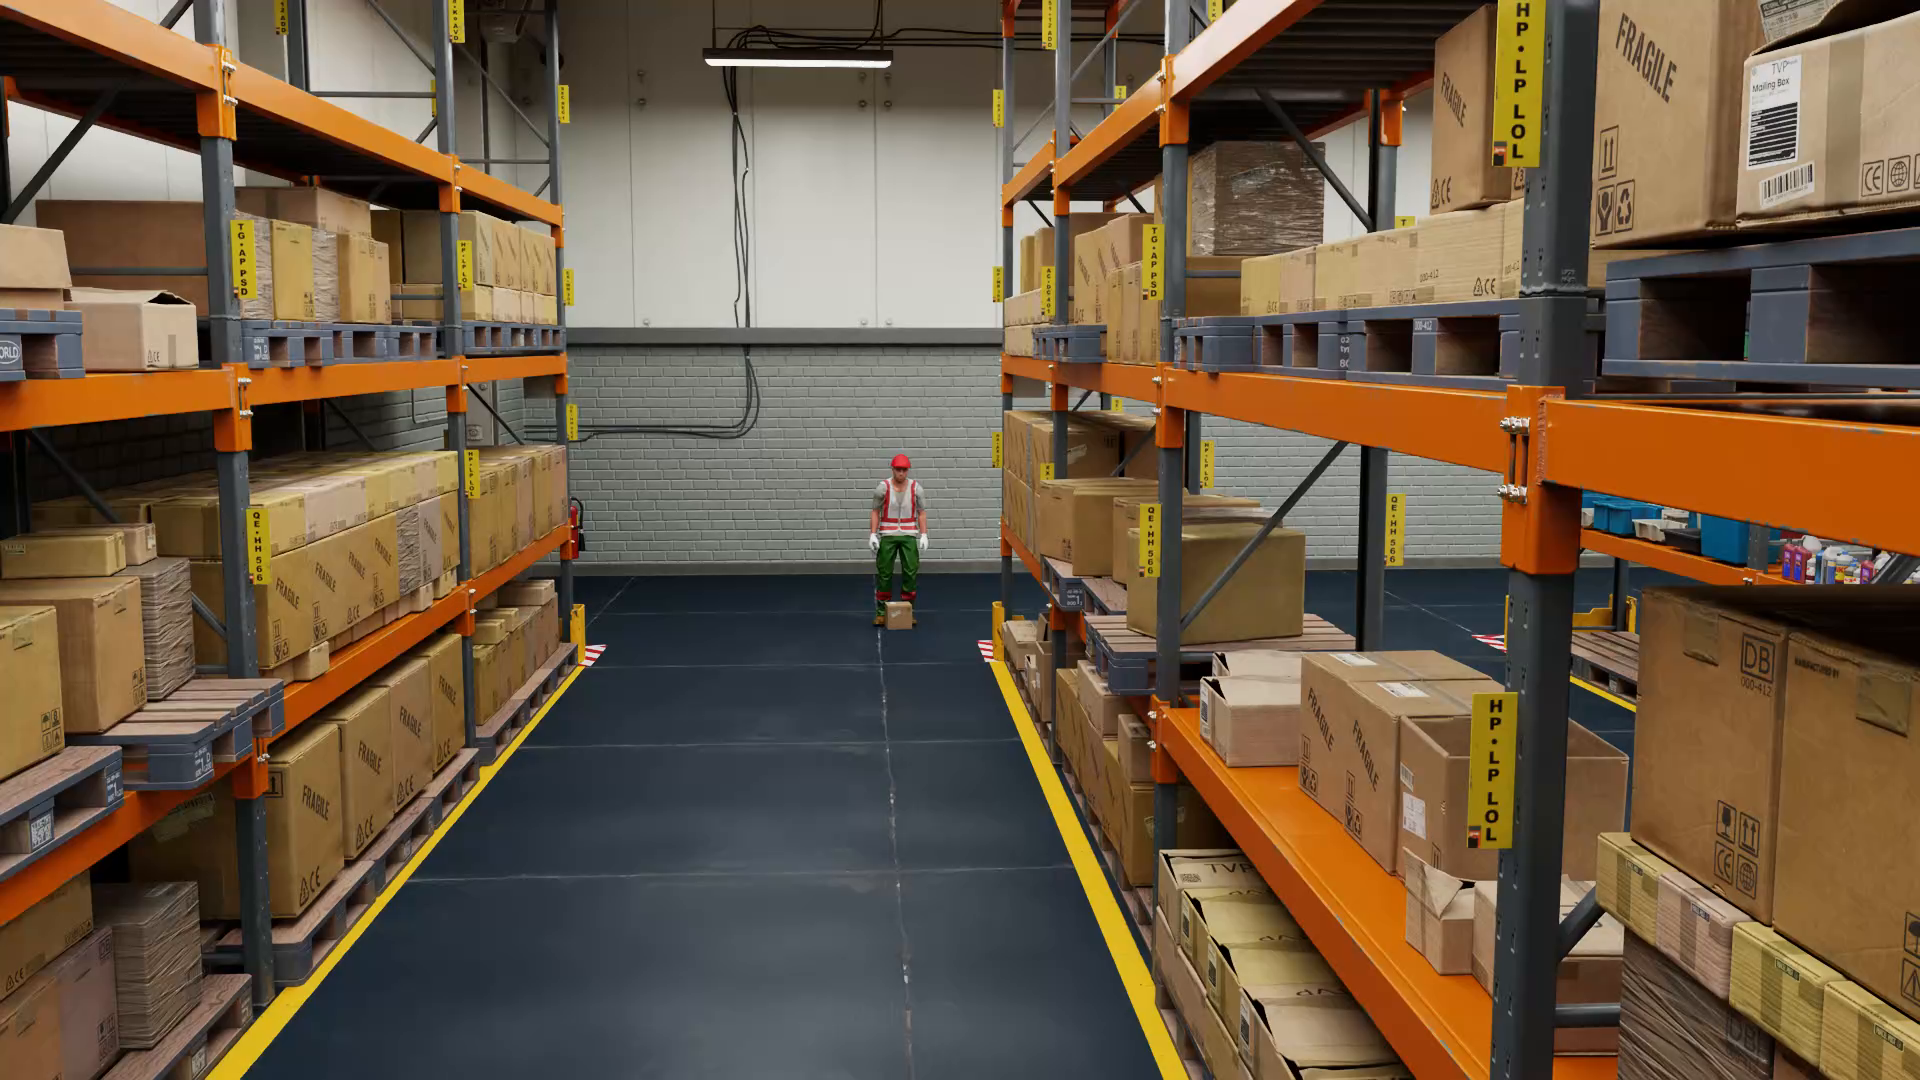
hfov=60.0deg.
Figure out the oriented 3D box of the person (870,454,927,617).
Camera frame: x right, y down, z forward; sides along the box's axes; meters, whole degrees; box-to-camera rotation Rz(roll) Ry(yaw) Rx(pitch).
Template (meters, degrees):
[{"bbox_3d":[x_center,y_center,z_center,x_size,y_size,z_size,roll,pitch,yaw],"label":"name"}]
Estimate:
[{"bbox_3d":[-0.633,-0.035,17.227,0.590,1.721,0.453,-1,7,-5],"label":"person"}]
